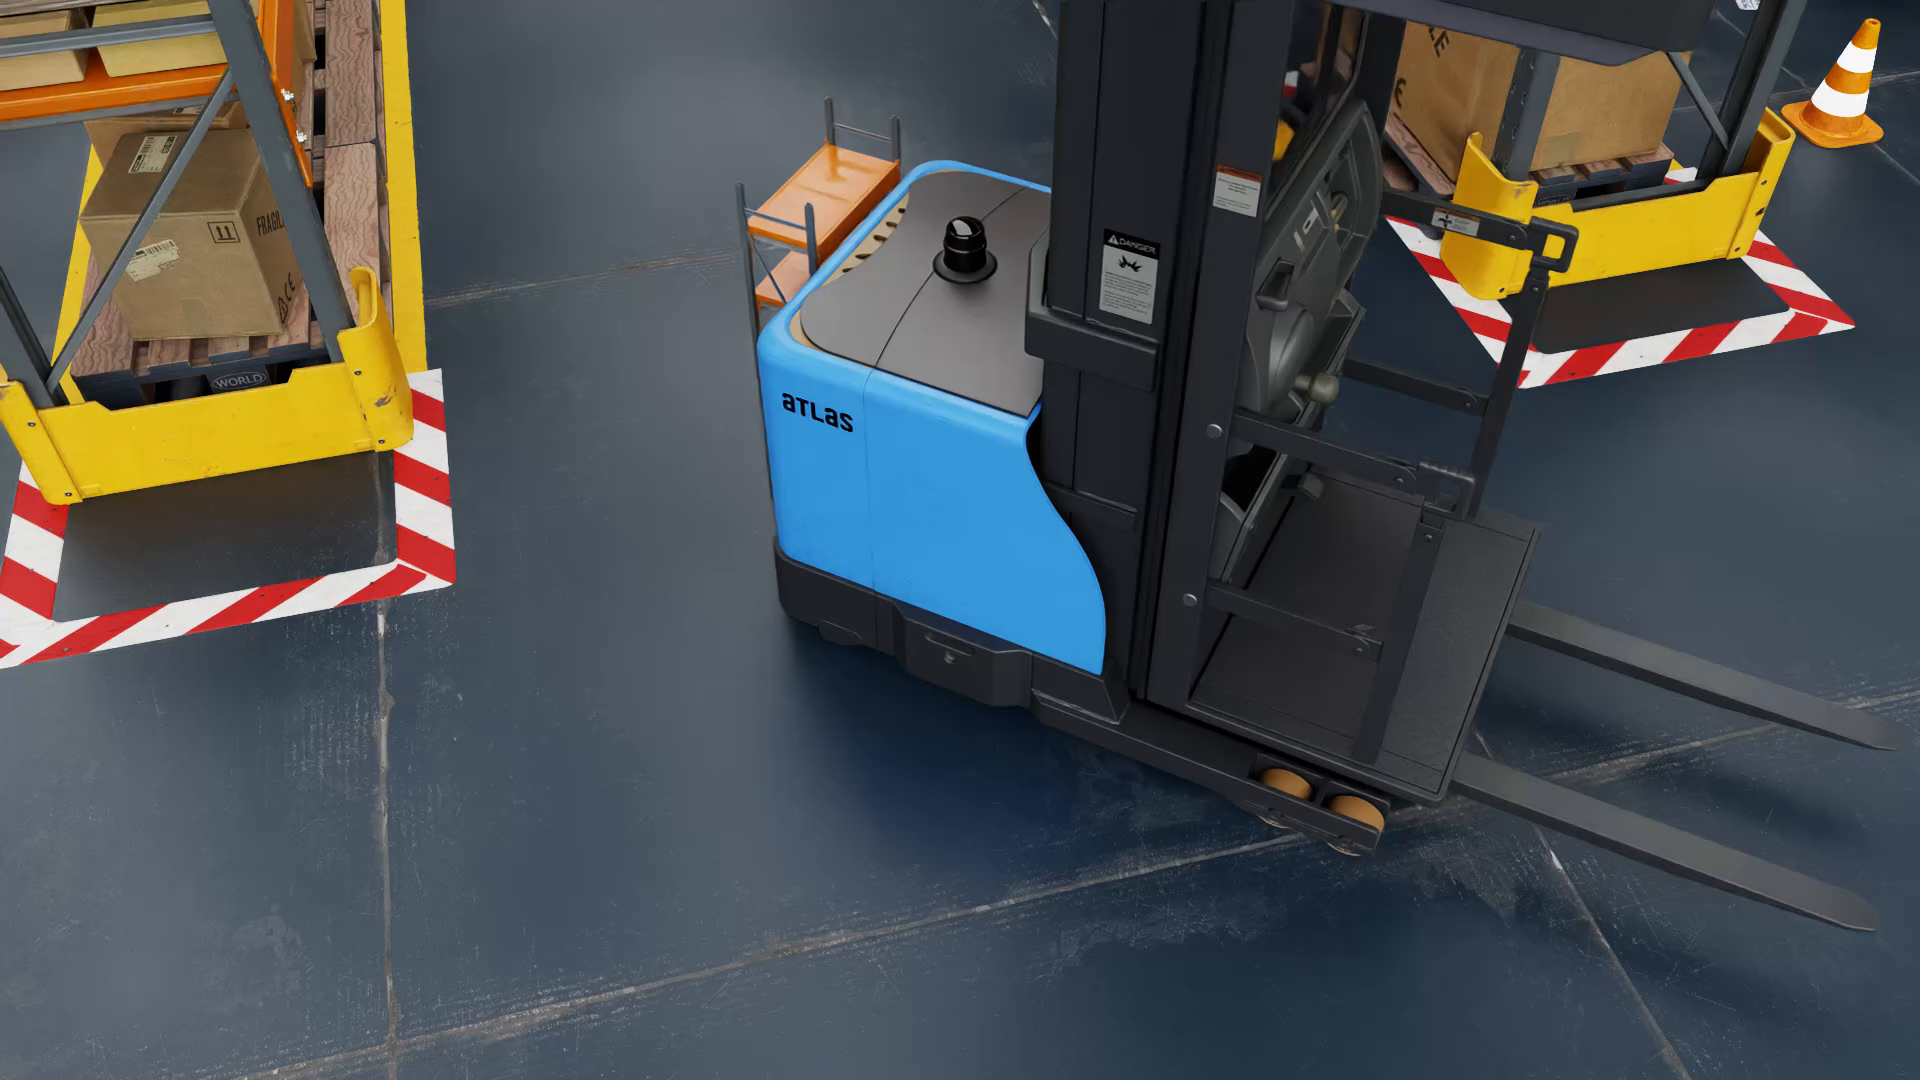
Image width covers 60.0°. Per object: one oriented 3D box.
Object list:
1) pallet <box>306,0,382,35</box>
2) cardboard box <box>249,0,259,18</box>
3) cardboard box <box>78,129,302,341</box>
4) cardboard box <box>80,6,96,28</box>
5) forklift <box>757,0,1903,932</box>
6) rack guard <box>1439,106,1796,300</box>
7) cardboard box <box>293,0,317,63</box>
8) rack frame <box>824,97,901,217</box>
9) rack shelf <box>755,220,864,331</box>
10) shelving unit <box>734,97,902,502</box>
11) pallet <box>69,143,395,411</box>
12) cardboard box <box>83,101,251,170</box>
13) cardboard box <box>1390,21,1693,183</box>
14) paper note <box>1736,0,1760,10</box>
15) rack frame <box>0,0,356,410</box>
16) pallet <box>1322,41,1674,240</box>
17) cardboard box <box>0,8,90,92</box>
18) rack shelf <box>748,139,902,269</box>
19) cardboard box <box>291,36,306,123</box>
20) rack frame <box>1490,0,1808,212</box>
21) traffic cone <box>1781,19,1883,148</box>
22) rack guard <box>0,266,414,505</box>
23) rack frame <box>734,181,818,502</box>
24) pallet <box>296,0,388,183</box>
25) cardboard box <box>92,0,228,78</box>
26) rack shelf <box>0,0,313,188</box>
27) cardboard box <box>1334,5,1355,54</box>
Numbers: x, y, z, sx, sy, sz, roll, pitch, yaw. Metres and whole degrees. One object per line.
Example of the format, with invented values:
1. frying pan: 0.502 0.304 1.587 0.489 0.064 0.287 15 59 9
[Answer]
1. pallet: -3.233 -2.654 7.703 1.003 0.211 1.213 -11 47 -10
2. cardboard box: -2.303 -1.654 4.947 0.380 0.149 0.250 -11 47 -10
3. cardboard box: -2.559 -1.032 5.617 0.500 0.500 0.500 -3 46 -3
4. cardboard box: -2.751 -1.570 4.864 0.380 0.149 0.250 -11 47 -10
5. forklift: 1.010 -0.625 3.810 3.031 2.935 1.130 20 49 18
6. rack guard: 2.411 -1.271 6.146 1.175 0.500 0.348 -11 47 -10
7. cardboard box: -2.987 -2.268 6.828 0.500 0.500 0.500 -15 47 -14
8. rack frame: -0.283 -0.825 5.218 0.240 1.200 0.015 20 49 18
9. rack shelf: -0.393 -0.778 4.954 0.258 0.148 0.480 20 49 18
10. shelving unit: -0.393 -0.669 5.065 0.258 1.200 0.503 20 49 18
11. pallet: -2.609 -0.970 6.052 1.003 0.211 1.213 -11 47 -10
12. cardboard box: -2.745 -1.438 6.016 0.500 0.500 0.500 0 46 0
13. cardboard box: 2.168 -2.022 6.325 0.875 0.875 0.875 -10 47 -10
14. paper note: 3.656 -2.487 7.667 0.144 0.017 0.142 4 46 4
15. rack frame: -2.415 -1.326 4.449 1.000 3.000 0.127 -11 47 -10
16. pallet: 2.125 -1.724 6.792 1.003 0.211 1.213 -11 47 -10
17. cardboard box: -2.688 -1.397 4.695 0.380 0.149 0.250 -11 47 -10
18. rack shelf: -0.393 -0.944 4.785 0.258 0.148 0.480 20 49 18
19. cardboard box: -2.887 -1.874 6.443 0.500 0.500 0.500 -7 46 -7
20. rack frame: 2.405 -2.163 5.269 1.000 3.000 0.127 -11 47 -10
21. traffic cone: 3.642 -1.901 6.789 0.336 0.463 0.334 -11 47 -10
22. rack guard: -2.435 -0.503 5.393 1.175 0.500 0.348 -11 47 -10
23. rack frame: -0.503 -0.513 4.913 0.240 1.200 0.015 20 49 18
24. pallet: -2.917 -1.810 6.876 1.003 0.211 1.213 -11 47 -10
25. cardboard box: -2.258 -1.478 4.774 0.380 0.149 0.250 -11 47 -10
26. rack shelf: -2.927 -2.455 6.059 1.077 0.370 4.000 -11 47 -10
27. cardboard box: 1.941 -2.629 6.920 0.875 0.875 0.875 -11 47 -11
